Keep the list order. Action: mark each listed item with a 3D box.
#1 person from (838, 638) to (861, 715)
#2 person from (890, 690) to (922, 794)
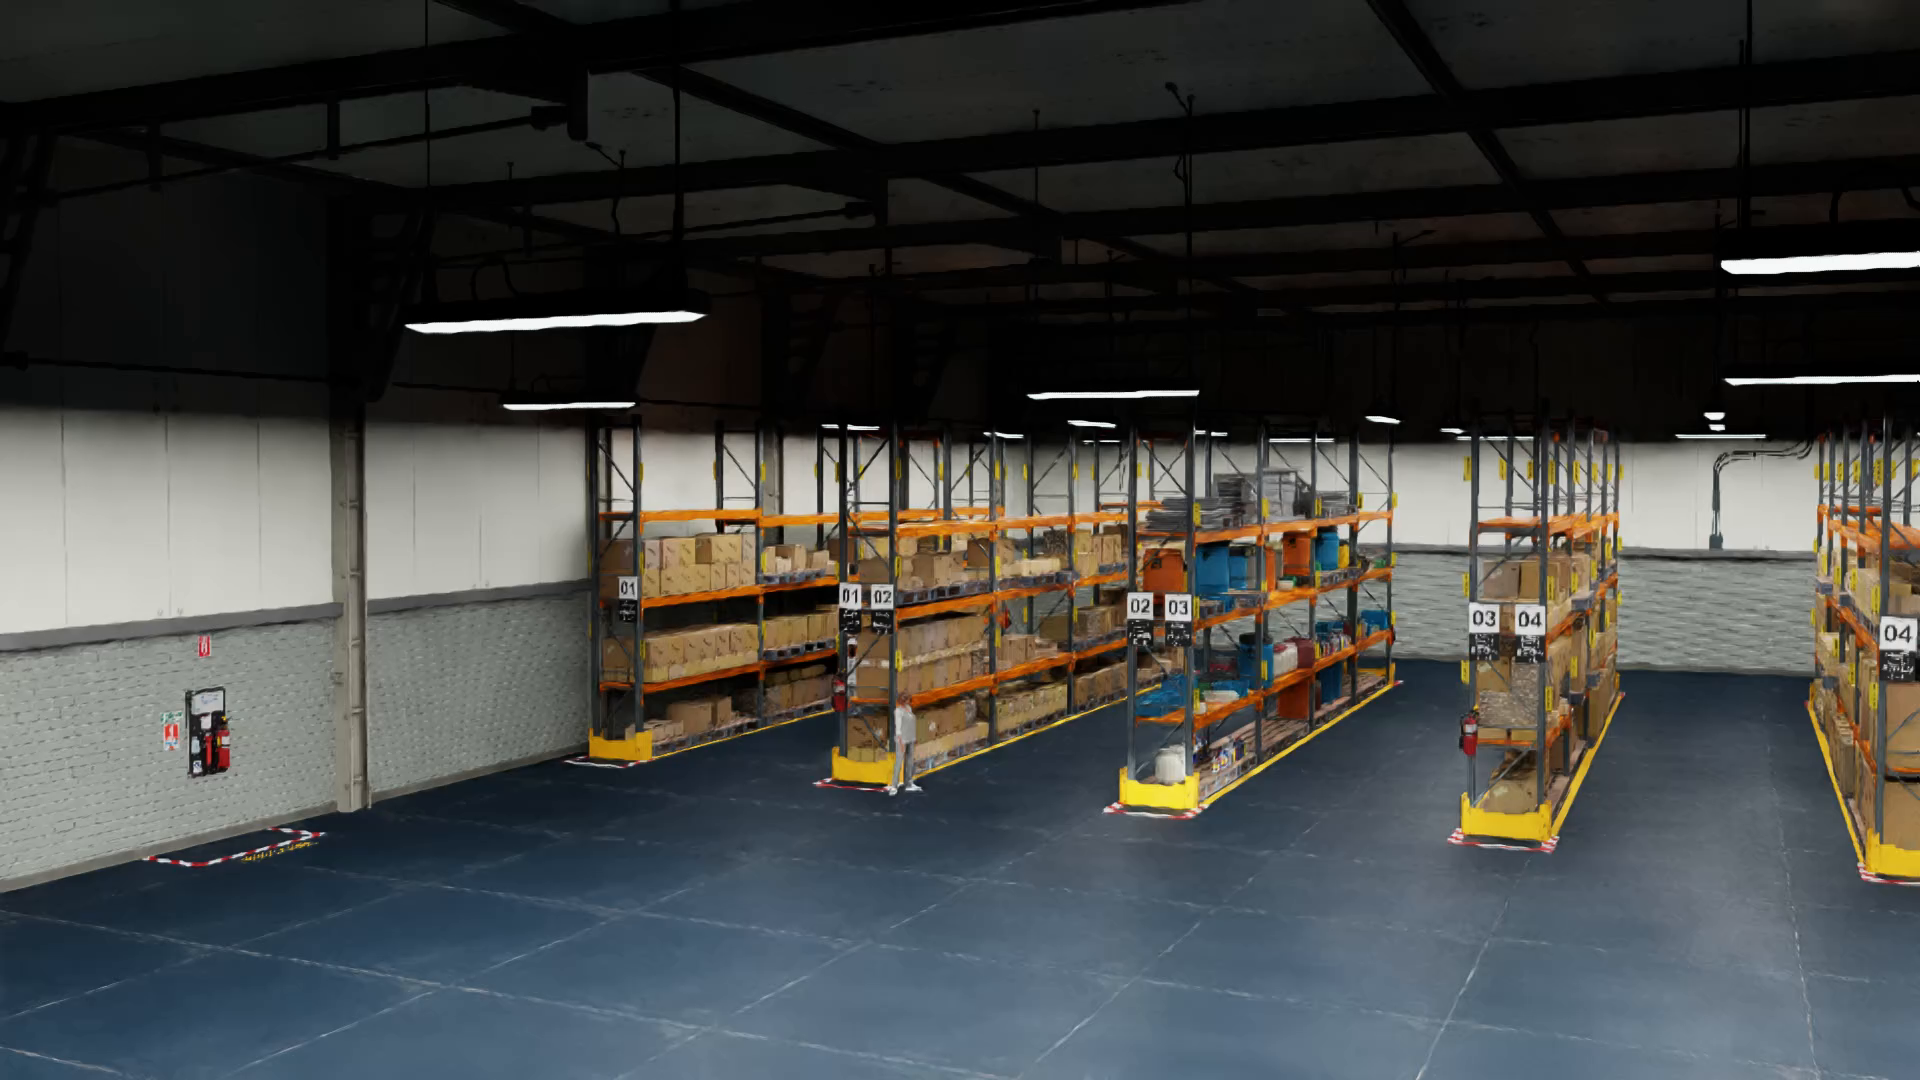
[{"bbox_3d":[-2.112,2.788,32.603,0.553,1.724,1.031,1,2,16],"label":"person"},{"bbox_3d":[-0.871,3.126,25.790,0.347,1.596,0.573,2,3,36],"label":"person"}]
